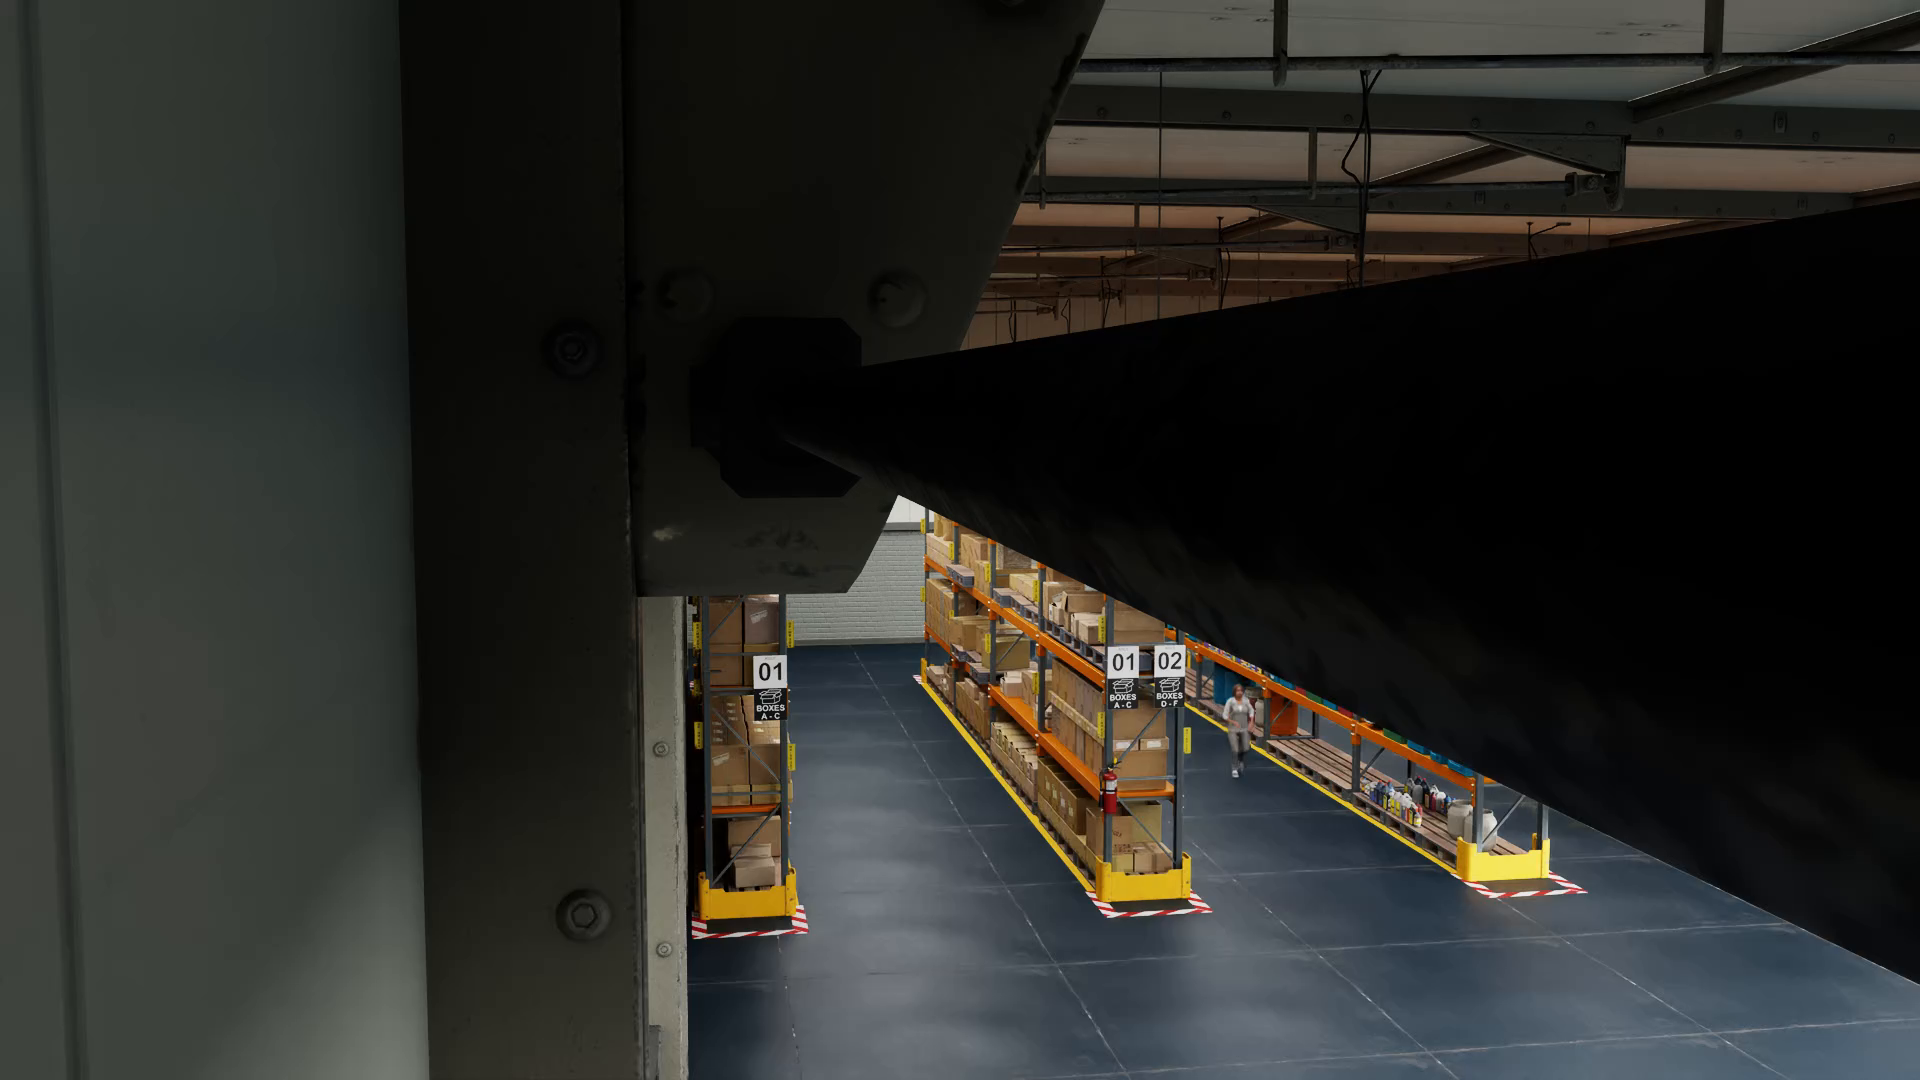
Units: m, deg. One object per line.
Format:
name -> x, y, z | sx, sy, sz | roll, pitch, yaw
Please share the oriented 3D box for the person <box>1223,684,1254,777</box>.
person -> 4.602, 3.142, 27.335 | 0.566, 1.559, 0.537 | 0, 5, -6
